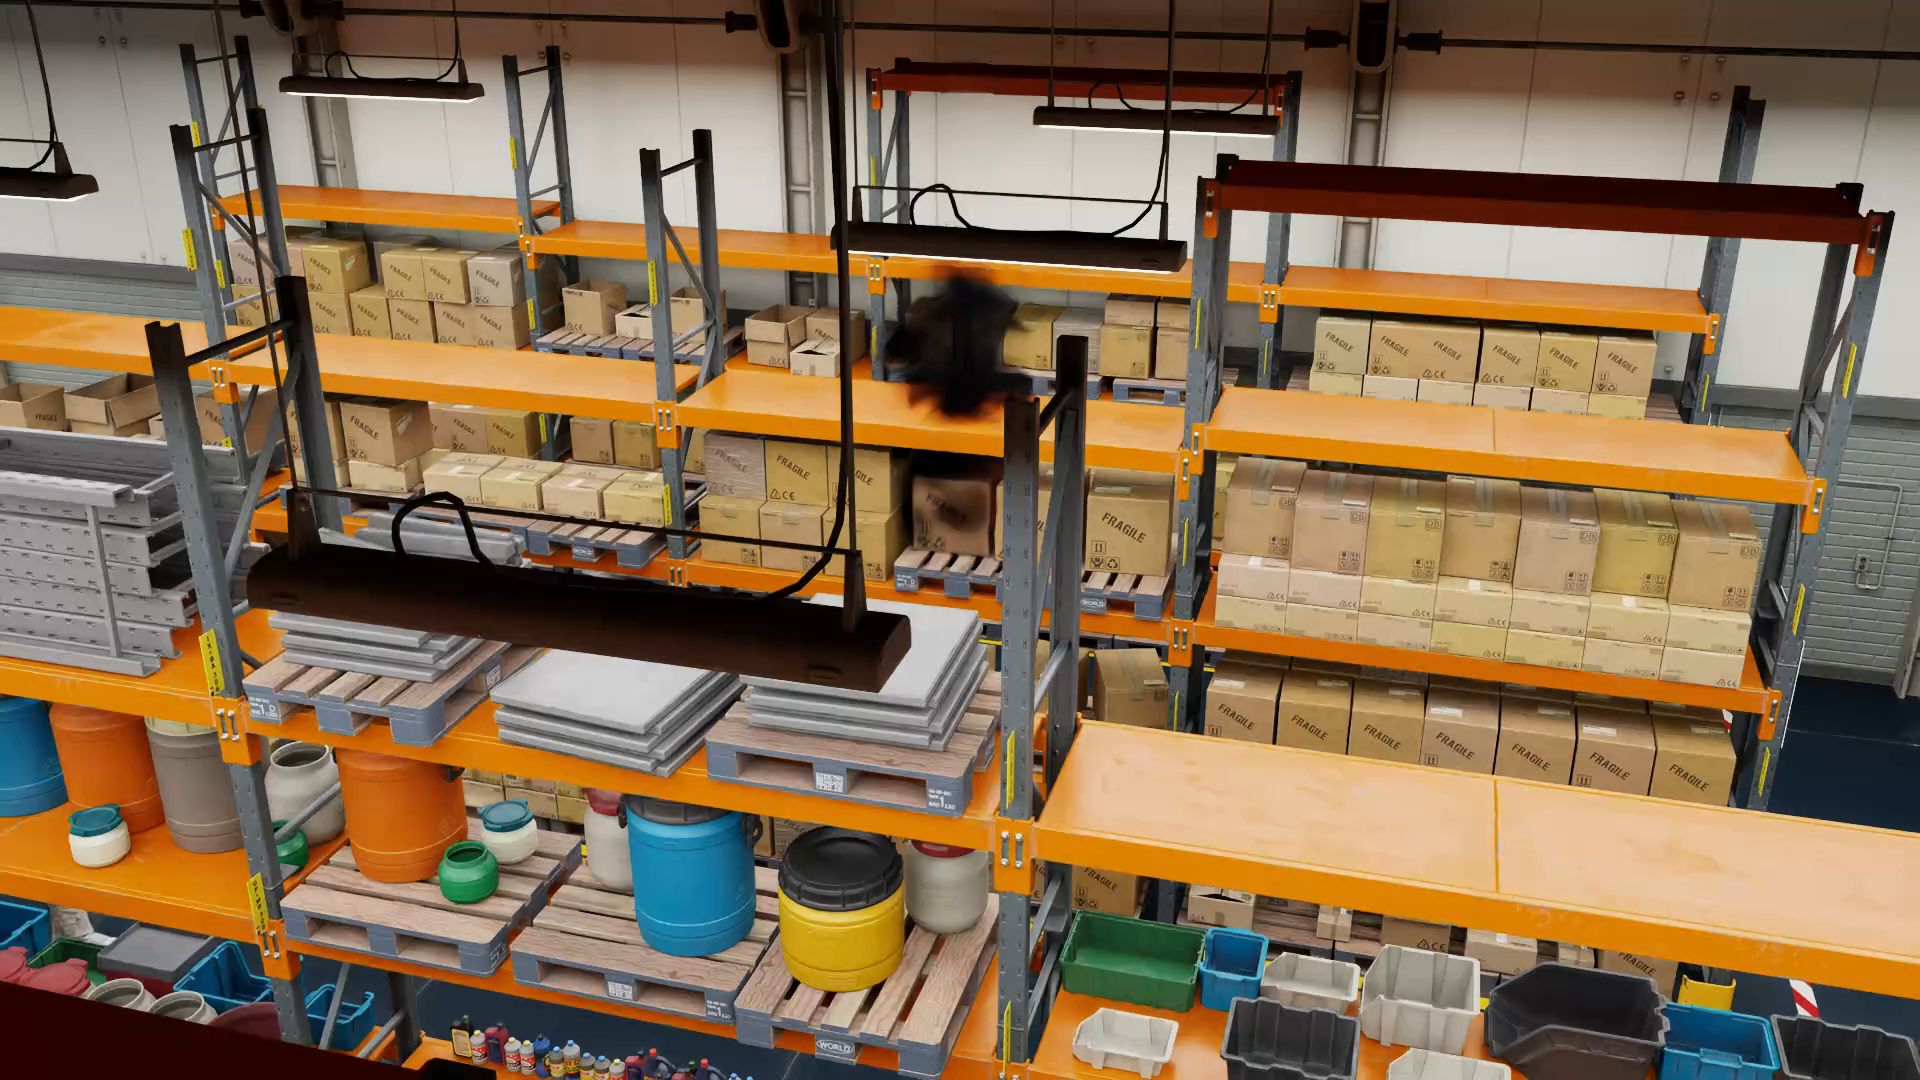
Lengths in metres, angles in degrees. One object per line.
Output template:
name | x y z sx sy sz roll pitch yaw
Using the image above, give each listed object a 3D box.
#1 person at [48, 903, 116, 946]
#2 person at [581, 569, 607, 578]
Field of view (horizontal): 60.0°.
person | -6.544 2.588 12.234 1.172 1.790 0.623 4 23 9
person | -3.605 1.000 16.196 0.561 1.656 0.607 3 23 7
